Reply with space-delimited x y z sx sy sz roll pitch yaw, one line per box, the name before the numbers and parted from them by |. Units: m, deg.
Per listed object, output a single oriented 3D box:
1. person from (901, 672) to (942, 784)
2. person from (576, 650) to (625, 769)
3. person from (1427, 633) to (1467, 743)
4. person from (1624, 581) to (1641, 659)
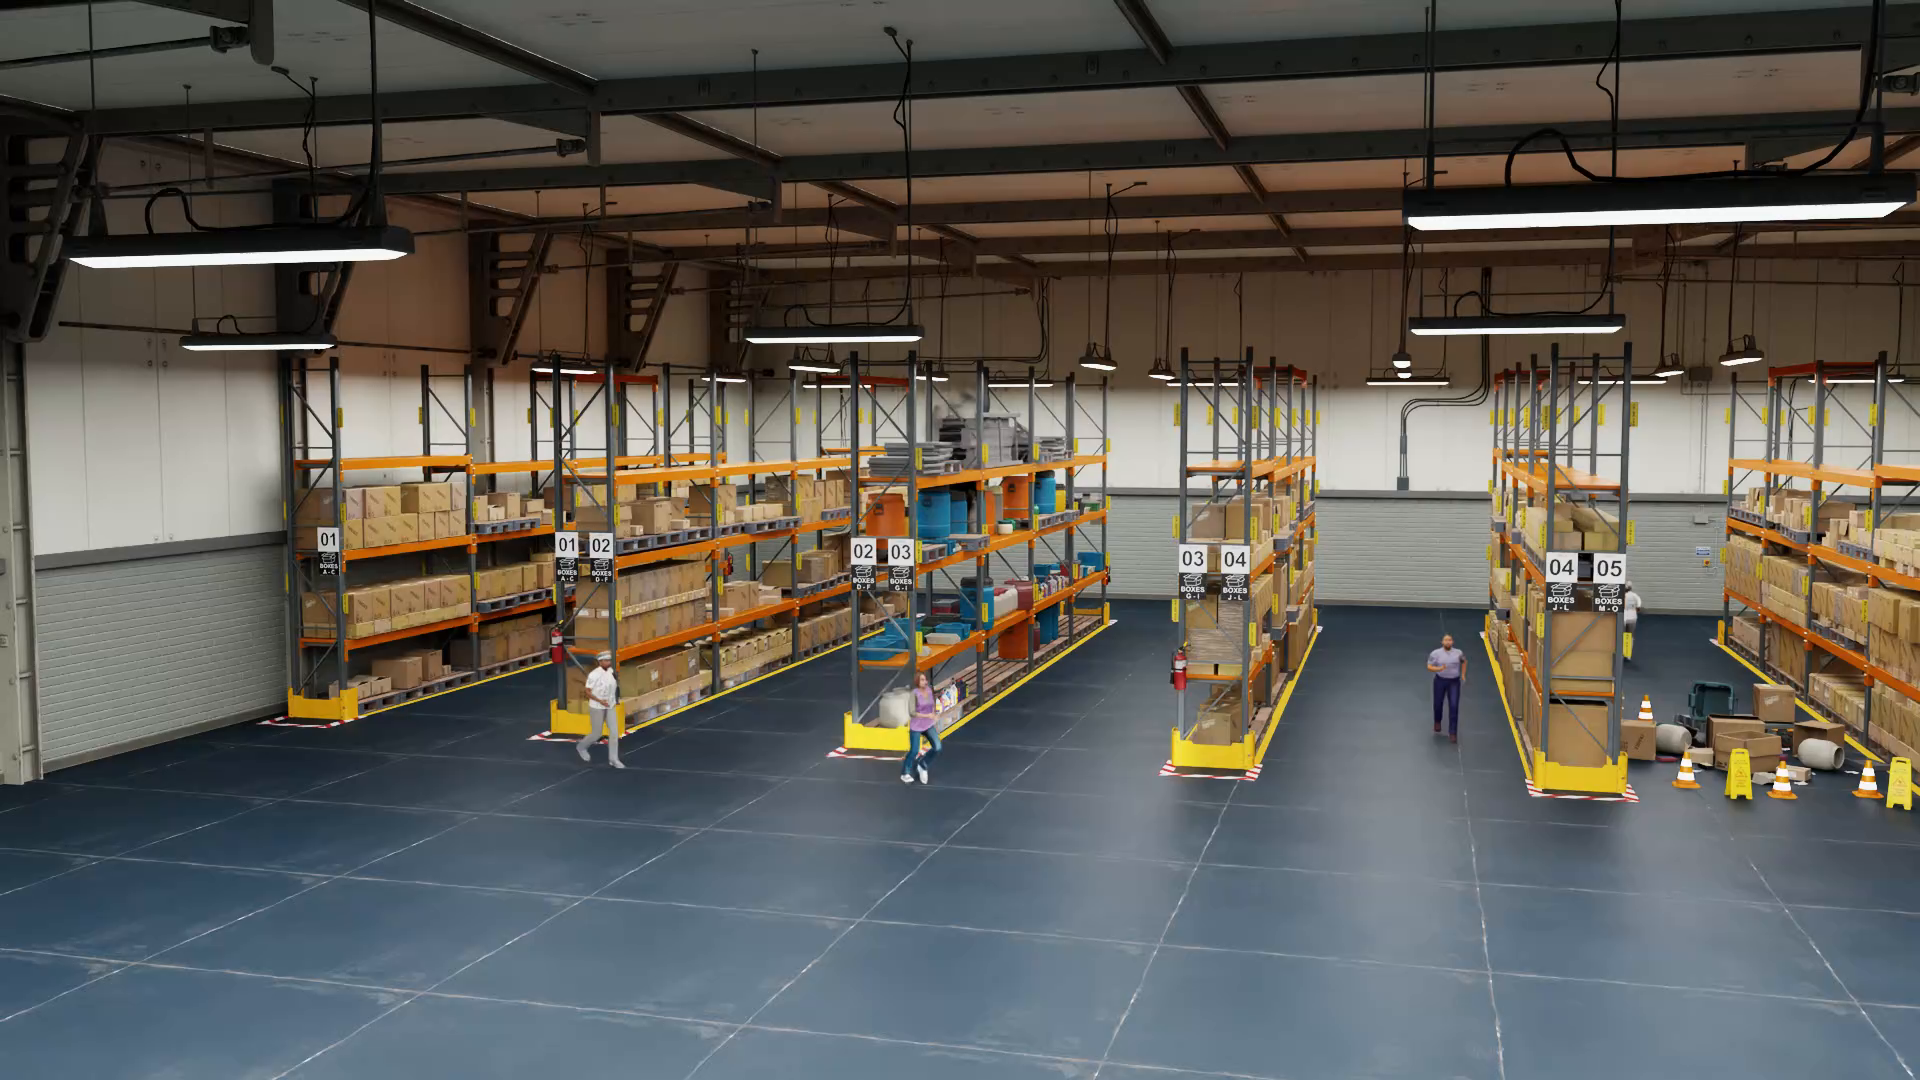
person | -0.500 2.543 22.516 0.551 1.548 0.777 -3 5 -36
person | -5.158 2.413 23.878 0.862 1.704 0.598 3 5 38
person | 7.588 2.267 25.906 0.610 1.640 0.926 1 4 13
person | 13.784 1.652 34.470 0.590 1.629 0.593 1 4 12
